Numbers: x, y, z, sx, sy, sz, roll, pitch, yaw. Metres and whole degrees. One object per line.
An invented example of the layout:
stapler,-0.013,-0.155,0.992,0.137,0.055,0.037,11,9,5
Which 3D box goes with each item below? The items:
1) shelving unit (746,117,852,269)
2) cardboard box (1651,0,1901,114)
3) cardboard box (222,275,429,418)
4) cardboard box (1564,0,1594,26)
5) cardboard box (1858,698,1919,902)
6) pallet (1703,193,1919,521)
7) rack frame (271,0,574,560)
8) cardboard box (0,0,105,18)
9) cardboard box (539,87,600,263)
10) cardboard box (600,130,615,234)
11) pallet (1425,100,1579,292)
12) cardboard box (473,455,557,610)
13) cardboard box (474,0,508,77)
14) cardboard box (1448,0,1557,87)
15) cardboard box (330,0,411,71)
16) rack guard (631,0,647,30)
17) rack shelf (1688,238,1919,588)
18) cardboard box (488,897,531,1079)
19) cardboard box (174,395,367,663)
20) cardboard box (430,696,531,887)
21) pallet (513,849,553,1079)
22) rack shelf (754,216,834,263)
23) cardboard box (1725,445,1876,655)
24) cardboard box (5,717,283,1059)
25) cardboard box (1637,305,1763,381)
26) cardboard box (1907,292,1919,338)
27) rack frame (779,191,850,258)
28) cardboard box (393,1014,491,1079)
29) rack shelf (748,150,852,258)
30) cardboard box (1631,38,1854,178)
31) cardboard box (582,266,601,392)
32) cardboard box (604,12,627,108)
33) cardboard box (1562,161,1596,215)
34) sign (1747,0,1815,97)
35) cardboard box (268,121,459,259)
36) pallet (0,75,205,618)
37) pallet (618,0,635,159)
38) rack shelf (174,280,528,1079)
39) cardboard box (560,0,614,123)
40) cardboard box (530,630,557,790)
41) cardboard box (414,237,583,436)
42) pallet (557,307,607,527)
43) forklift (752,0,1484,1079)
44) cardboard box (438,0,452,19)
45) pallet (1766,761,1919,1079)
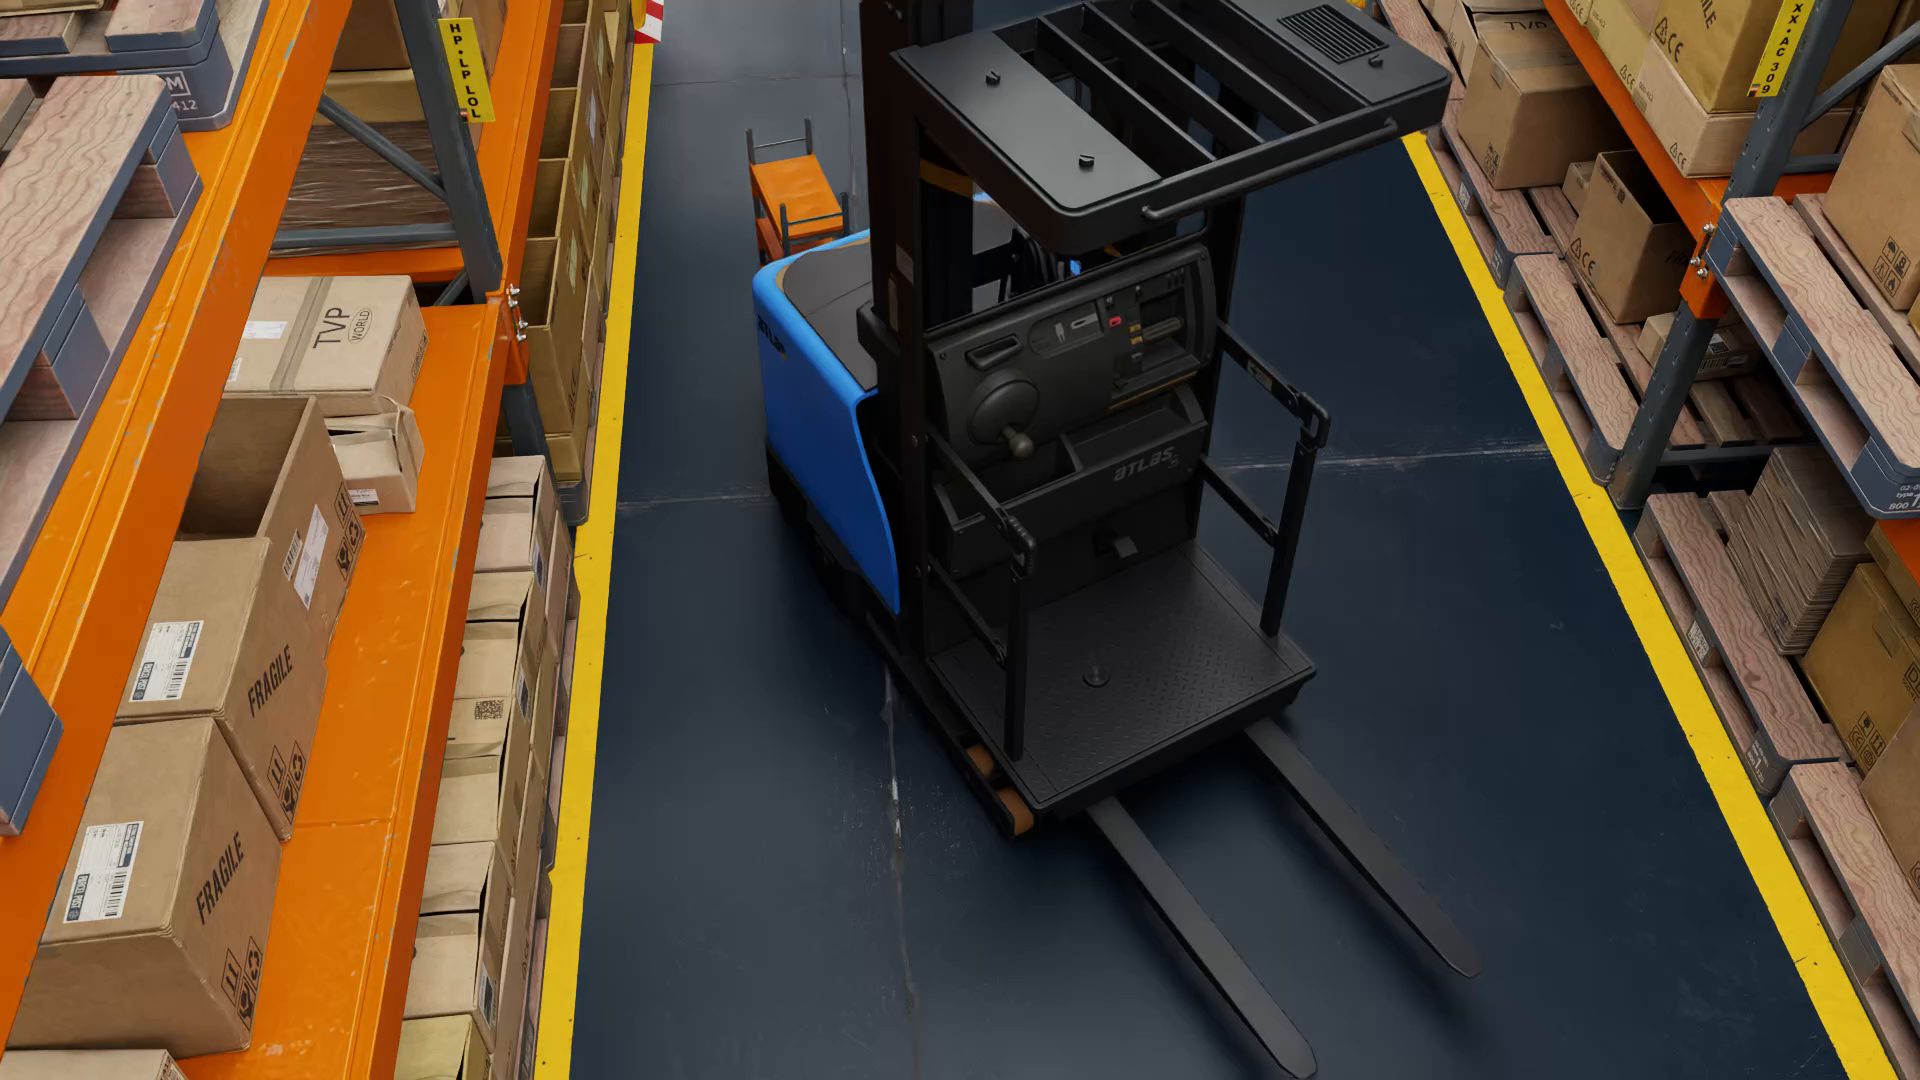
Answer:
shelving unit,-0.580,-0.927,6.301,0.258,1.200,0.503,-14,48,-13
cardboard box,2.655,-1.751,5.415,0.500,0.500,0.500,-4,47,-3
cardboard box,-1.848,-0.506,4.766,0.500,0.250,0.500,-1,47,-1
cardboard box,2.570,-2.218,6.374,0.500,0.250,0.500,-4,47,-4
cardboard box,3.177,0.768,4.876,0.700,0.500,0.500,-3,47,-3
pallet,2.922,-0.587,4.872,1.003,0.211,1.213,-3,47,-3
rack frame,-1.933,-0.911,5.047,1.000,3.000,0.127,-3,47,-3
cardboard box,-1.842,-1.192,3.061,0.500,0.250,0.500,-8,47,-7
cardboard box,-1.744,-1.446,6.641,0.500,0.500,0.500,-3,47,-3
cardboard box,-1.791,-1.549,7.256,0.500,0.250,0.500,-3,47,-3
pallet,2.806,-1.624,7.643,1.003,0.211,1.213,-3,47,-3
cardboard box,-1.613,-0.027,5.428,0.500,0.311,0.500,-3,47,-3
cardboard box,-2.065,-2.010,6.019,0.700,0.500,0.500,-3,47,-3
cardboard box,2.684,-2.417,8.022,0.500,0.311,0.500,0,47,0
cardboard box,-1.976,-1.712,4.843,0.700,0.500,0.500,-3,47,-3
rack guard,-2.270,-2.963,8.712,1.175,0.500,0.348,-3,47,-3
rack shelf,3.171,0.480,4.225,1.077,0.370,4.000,-3,47,-3
cardboard box,-1.484,1.277,4.579,0.500,0.250,0.500,-3,47,-2
cardboard box,-1.841,-0.007,4.122,0.500,0.500,0.500,0,47,0
cardboard box,-1.524,0.710,4.730,0.500,0.311,0.500,-4,47,-3
pallet,-1.727,1.463,4.719,1.003,0.211,1.213,-3,47,-3
rack shelf,-0.580,-1.034,6.188,0.258,0.148,0.480,-14,48,-13
cardboard box,3.081,0.025,5.579,0.700,0.500,0.500,-2,47,-2
cardboard box,-1.755,0.736,3.418,0.500,0.500,0.500,-6,47,-5
cardboard box,2.928,-0.777,6.568,0.380,0.166,0.250,-9,47,-8
cardboard box,3.051,-0.625,4.404,0.700,0.500,0.500,1,47,1
rack frame,-0.502,-0.759,6.142,0.240,1.200,0.015,-14,48,-13
cardboard box,-1.442,1.446,4.033,0.500,0.311,0.500,-5,47,-4
rack shelf,-0.580,-1.197,6.016,0.258,0.148,0.480,-14,48,-13
cardboard box,2.661,-1.494,5.689,0.500,0.250,0.500,-3,47,-3
cardboard box,-1.706,-0.826,6.571,0.500,0.250,0.500,-3,47,-3
cardboard box,-1.875,-2.273,7.941,0.500,0.250,0.500,-3,47,-3
cardboard box,2.889,-1.544,7.307,0.380,0.149,0.250,-7,47,-6
sign,2.463,-1.474,4.984,0.100,0.325,0.005,-3,47,-3
cardboard box,-1.976,-1.266,5.314,0.700,0.500,0.500,-5,47,-4
pallet,-1.840,-0.278,2.511,1.003,0.211,1.213,-2,47,-1
pallet,-2.162,-2.295,8.278,1.003,0.211,1.213,-3,47,-3
rack shelf,-1.765,0.784,3.937,1.077,0.370,4.000,-3,47,-3
cardboard box,-1.828,-2.169,7.326,0.500,0.500,0.500,-3,47,-3
cardboard box,-1.569,0.539,5.278,0.500,0.250,0.500,-4,47,-4
cardboard box,-1.660,-0.722,5.956,0.500,0.500,0.500,-3,47,-3
pallet,-1.958,-0.530,6.606,1.003,0.211,1.213,-3,47,-3
forklift,0.455,-0.446,4.654,1.130,2.935,3.031,-23,51,-20
cardboard box,-1.784,-1.556,5.142,0.380,0.149,0.250,-3,47,-3
pallet,3.175,1.192,4.976,1.003,0.211,1.213,-3,47,-3
